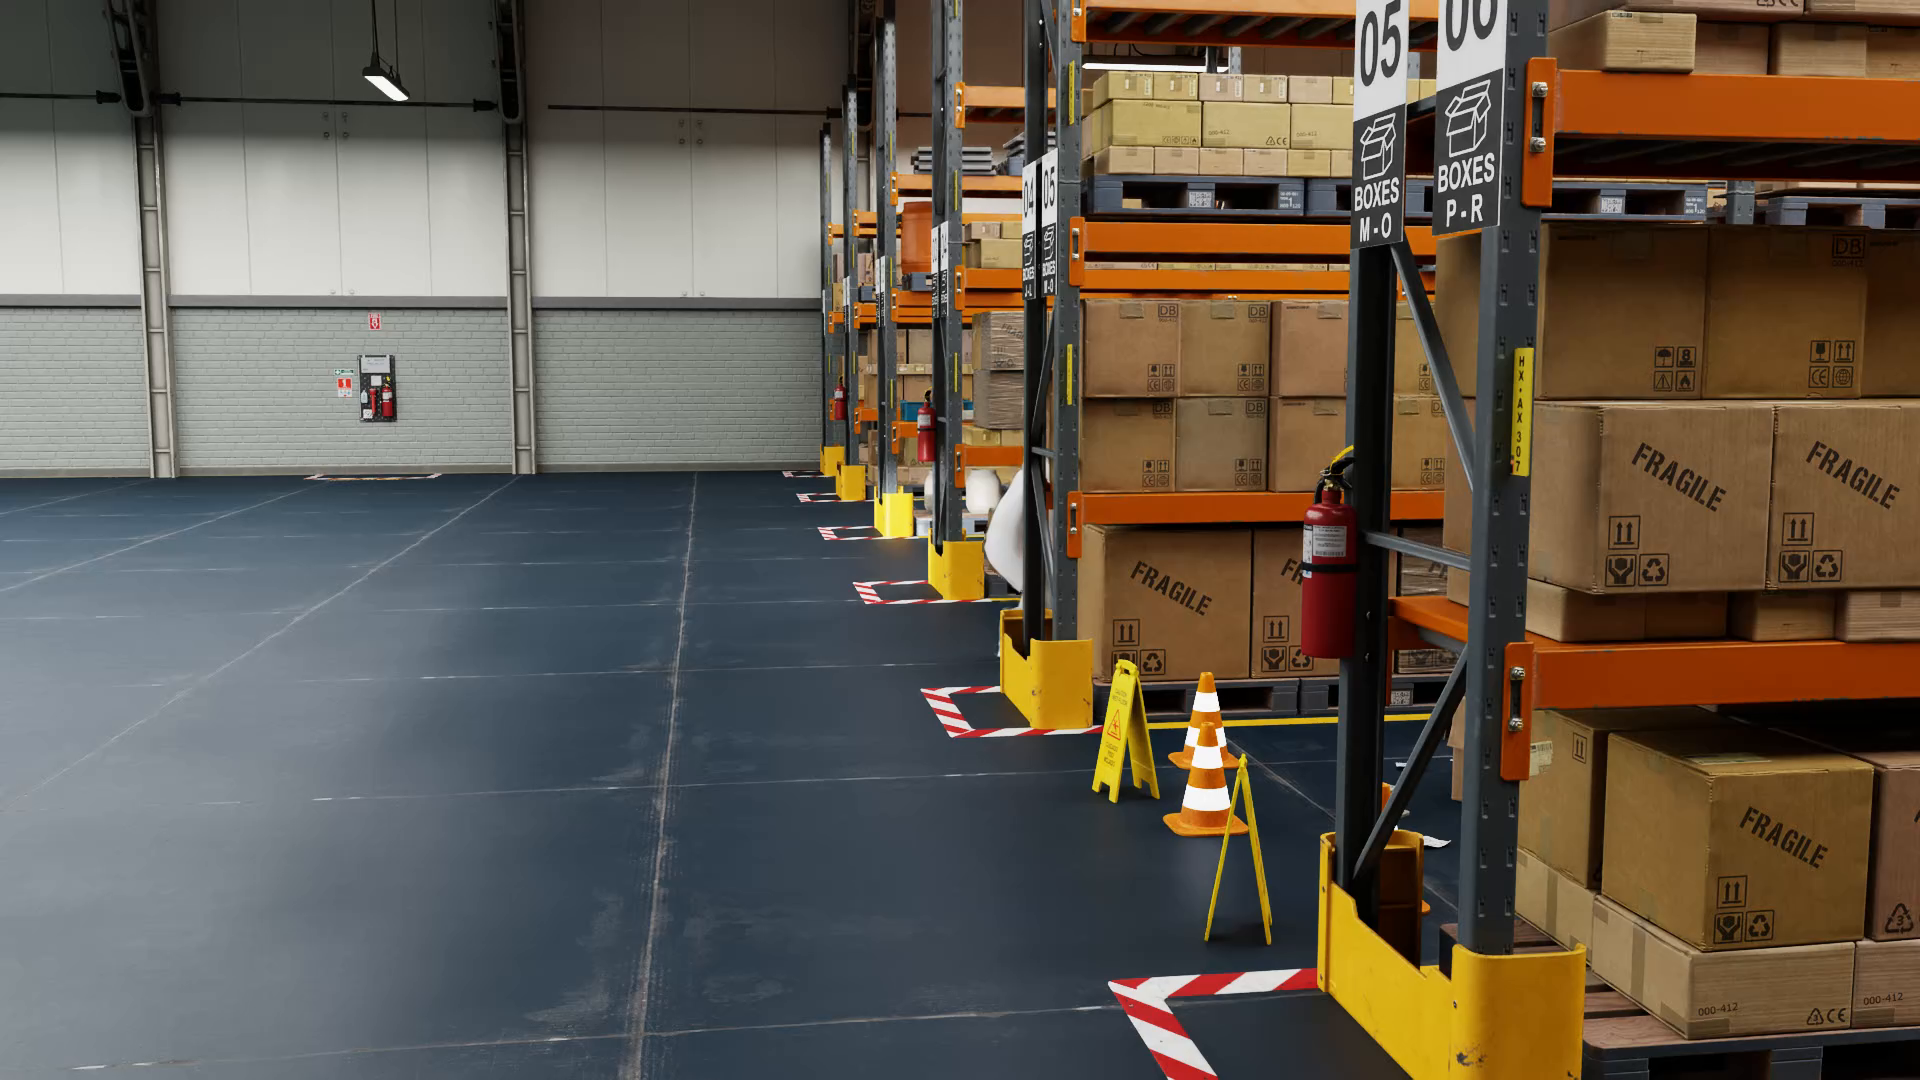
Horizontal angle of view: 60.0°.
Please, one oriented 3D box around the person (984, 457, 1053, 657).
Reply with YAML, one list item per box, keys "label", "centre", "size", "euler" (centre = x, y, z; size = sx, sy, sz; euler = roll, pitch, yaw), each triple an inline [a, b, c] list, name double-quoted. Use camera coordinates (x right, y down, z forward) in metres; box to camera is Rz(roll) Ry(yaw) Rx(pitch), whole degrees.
- label: "person"
  centre: [0.492, 0.082, 11.325]
  size: [0.658, 1.499, 0.628]
  euler: [-1, 6, -8]
